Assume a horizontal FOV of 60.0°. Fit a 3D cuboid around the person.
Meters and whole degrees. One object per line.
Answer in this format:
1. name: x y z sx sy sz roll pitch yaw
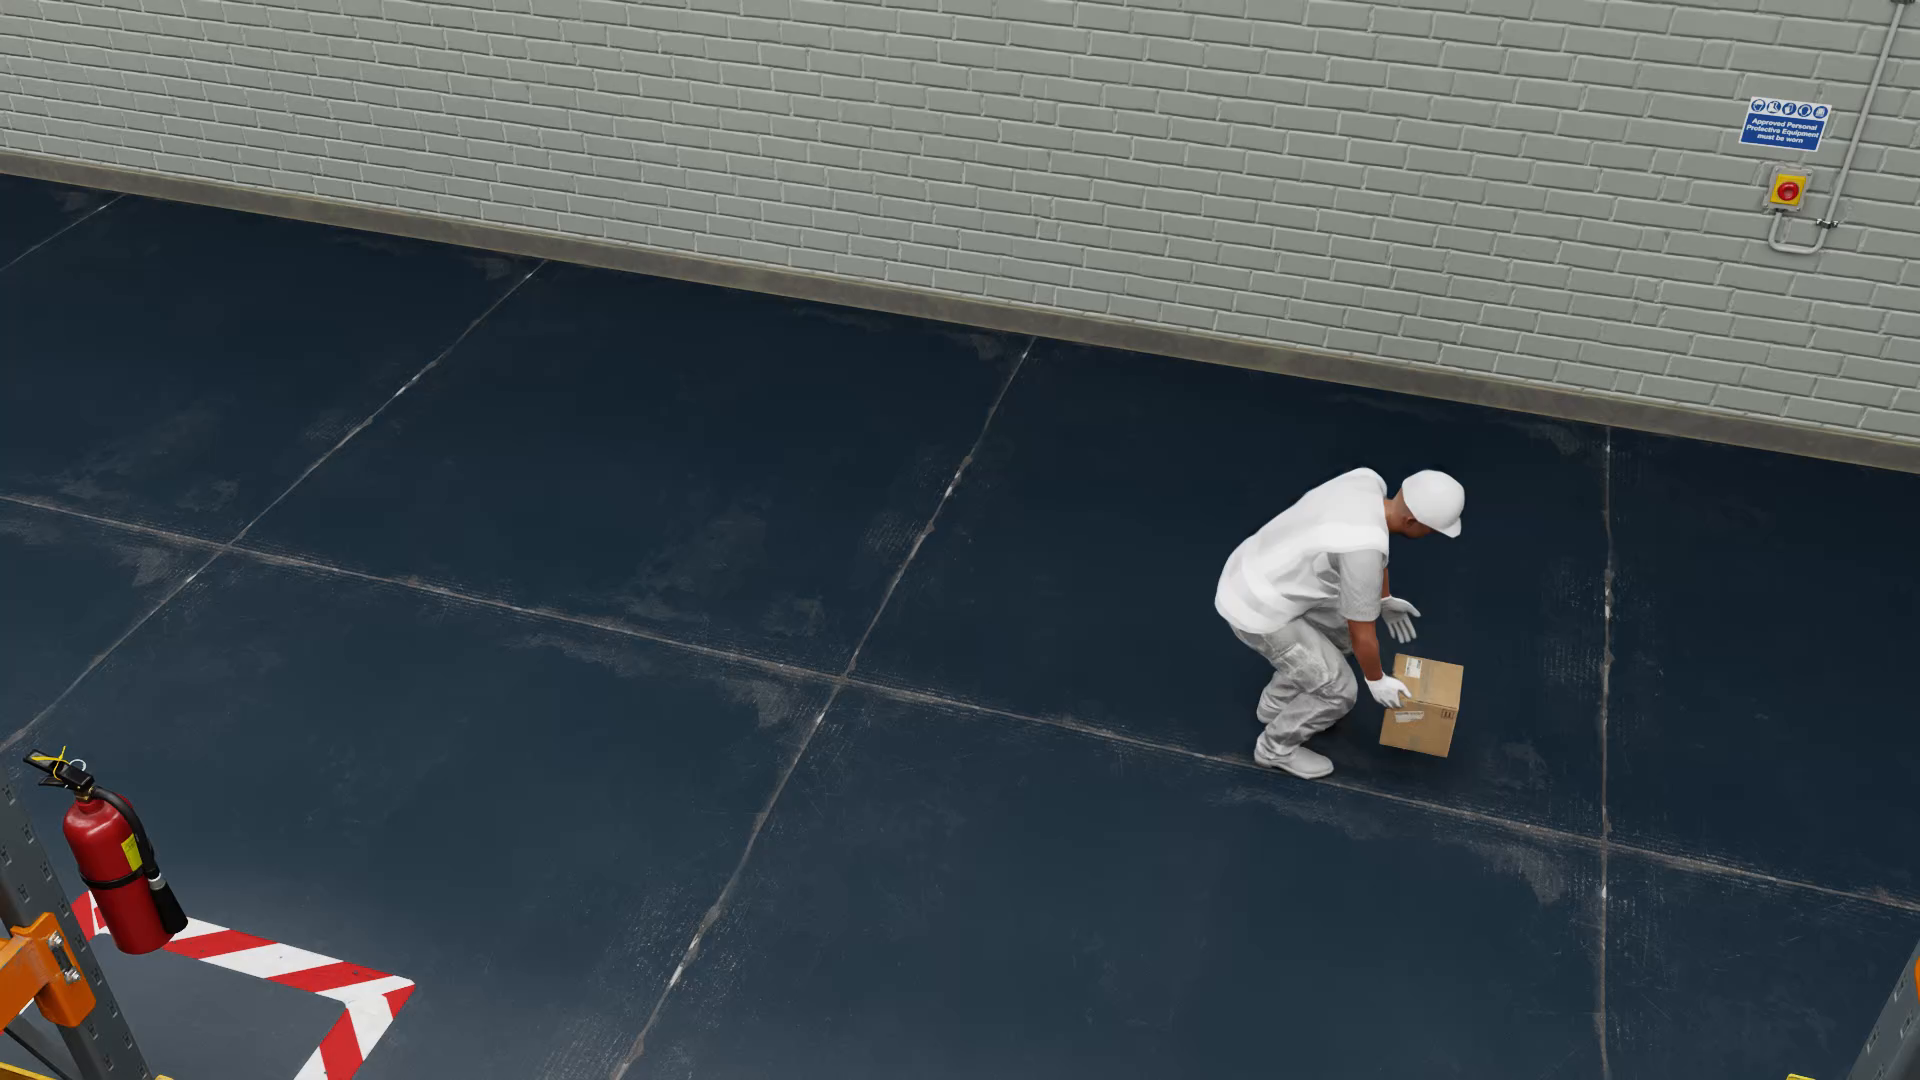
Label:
1. person: 1.365 0.092 6.061 0.813 0.922 0.609 11 38 14
